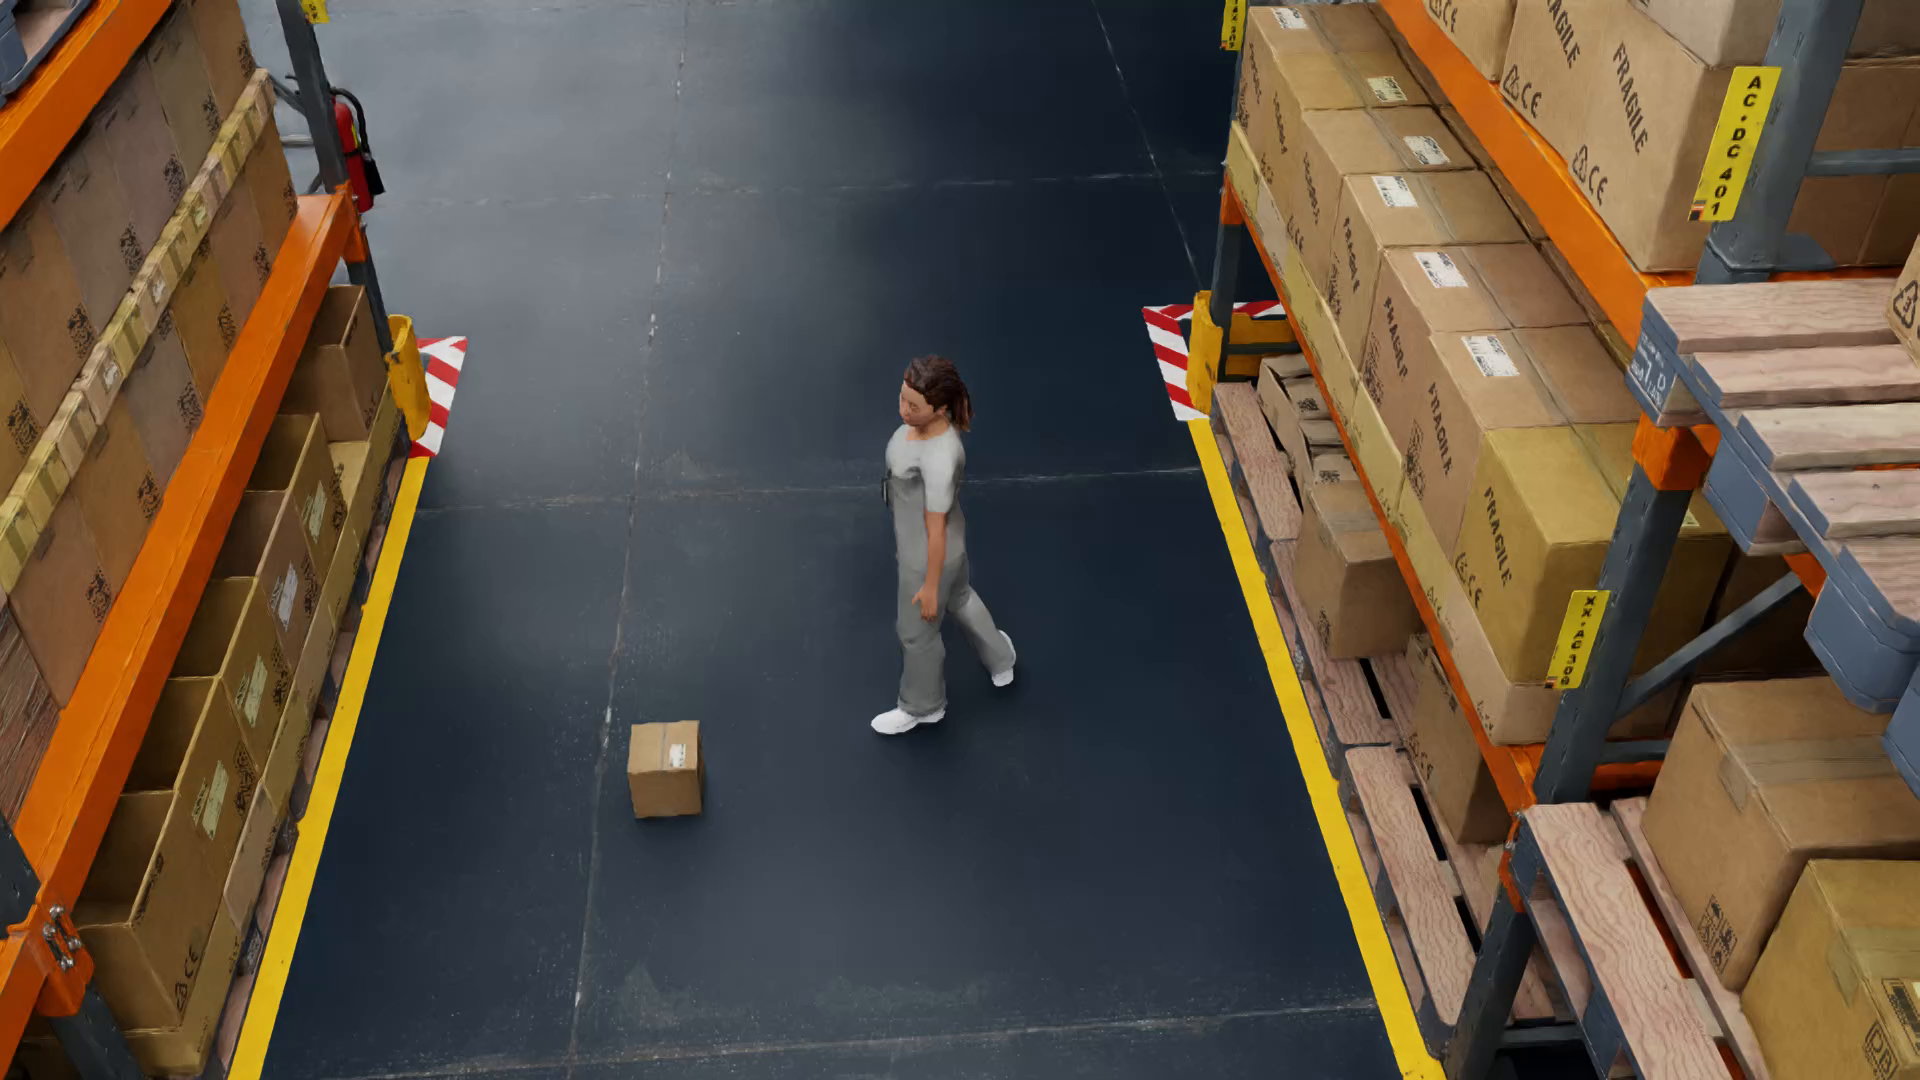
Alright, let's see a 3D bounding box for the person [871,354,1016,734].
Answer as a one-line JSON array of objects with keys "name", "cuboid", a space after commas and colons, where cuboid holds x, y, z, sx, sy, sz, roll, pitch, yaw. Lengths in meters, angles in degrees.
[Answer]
[{"name": "person", "cuboid": [-0.062, -0.001, 6.162, 0.570, 1.667, 0.646, 1, 39, 1]}]
